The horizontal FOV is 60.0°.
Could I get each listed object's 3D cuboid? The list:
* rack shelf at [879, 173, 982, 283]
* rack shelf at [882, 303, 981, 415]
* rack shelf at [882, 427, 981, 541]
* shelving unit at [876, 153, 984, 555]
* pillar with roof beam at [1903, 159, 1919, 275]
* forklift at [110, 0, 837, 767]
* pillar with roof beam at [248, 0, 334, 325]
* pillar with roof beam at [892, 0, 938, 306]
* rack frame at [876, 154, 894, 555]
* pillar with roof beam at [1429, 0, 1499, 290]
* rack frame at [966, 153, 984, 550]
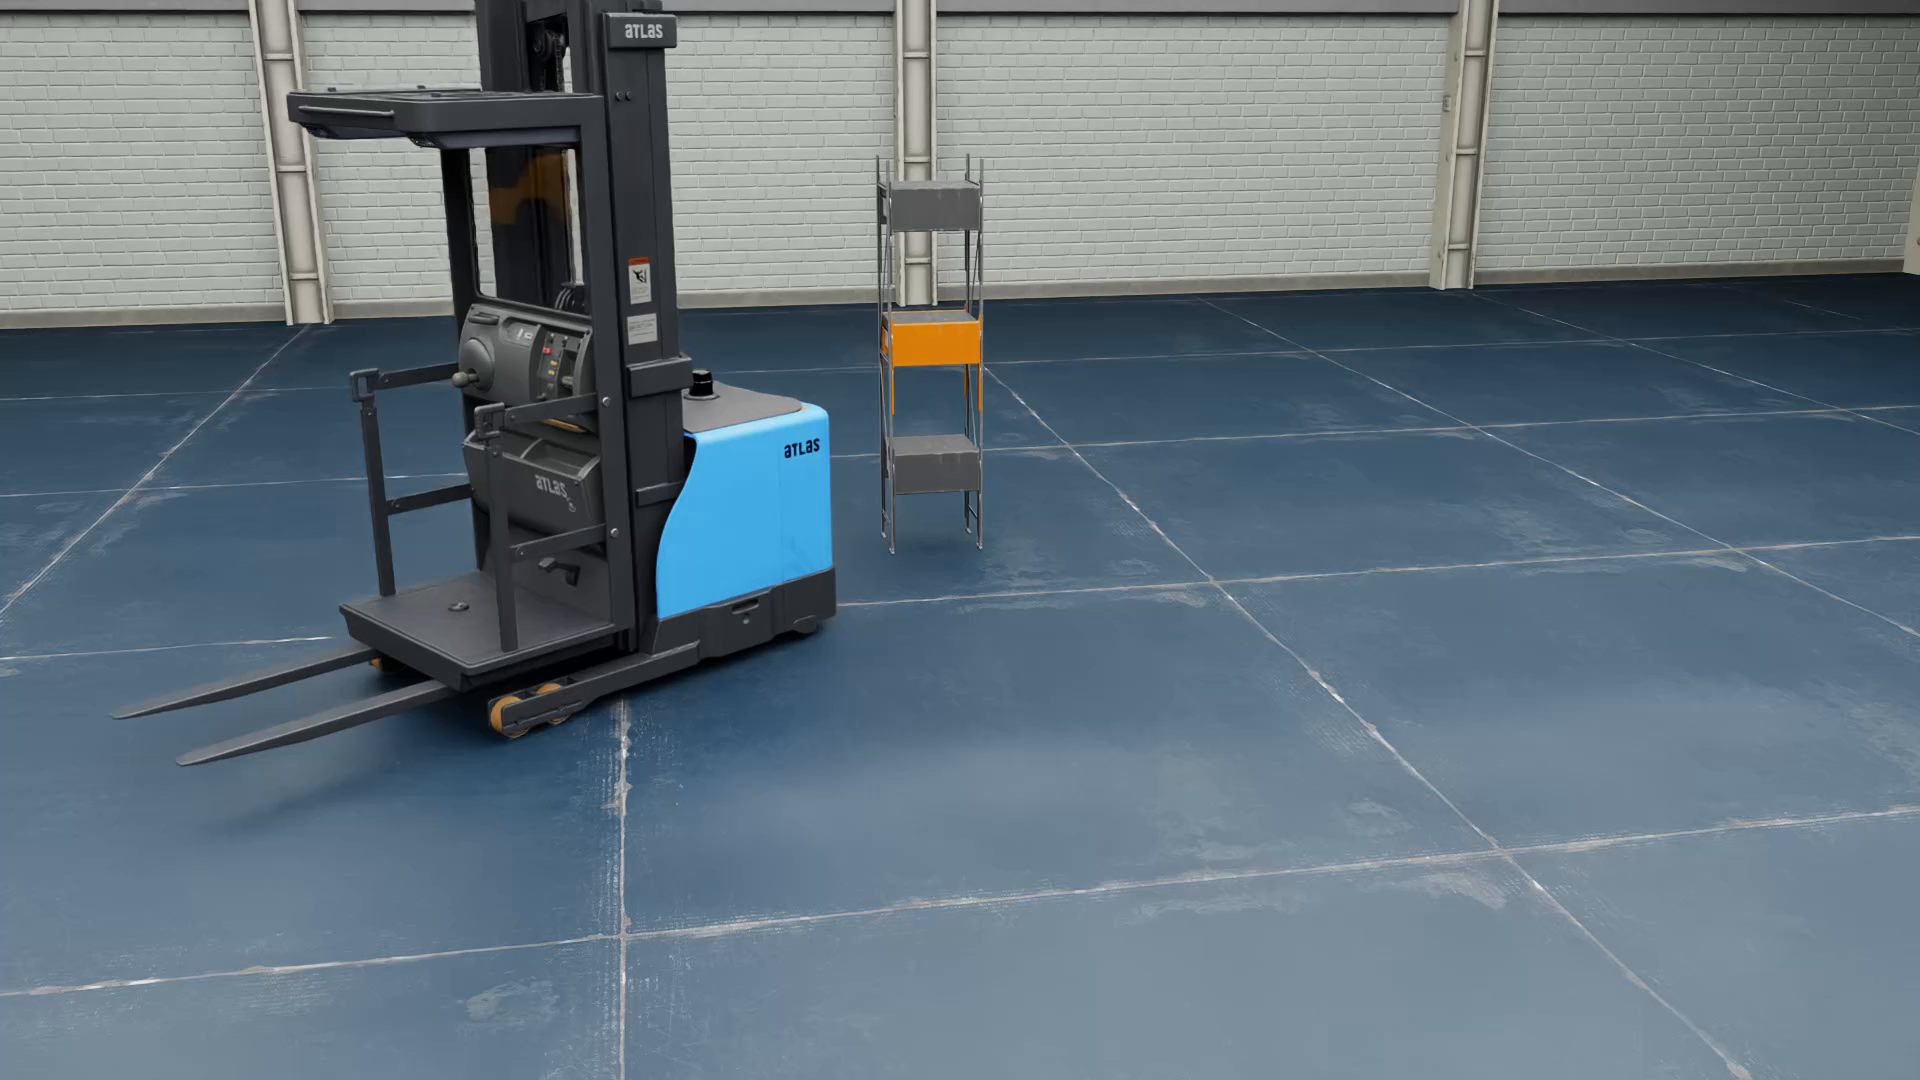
[{"bbox_3d":[-0.163,-1.651,8.772,0.480,0.518,0.431,-3,17,-10],"label":"rack shelf"},{"bbox_3d":[-0.163,-0.981,8.978,0.480,0.518,0.431,-3,17,-10],"label":"rack shelf"},{"bbox_3d":[-0.163,-0.312,9.183,0.480,0.518,0.431,-3,17,-10],"label":"rack shelf"},{"bbox_3d":[-0.163,-0.995,8.973,0.503,2.100,0.431,-3,17,-10],"label":"shelving unit"},{"bbox_3d":[12.144,-6.197,14.163,0.400,9.000,9.100,-3,17,-10],"label":"pillar with roof beam"},{"bbox_3d":[-1.972,-0.771,6.831,1.130,2.935,3.031,16,23,41],"label":"forklift"},{"bbox_3d":[-5.529,-5.195,10.899,0.400,9.000,9.100,-3,17,-10],"label":"pillar with roof beam"},{"bbox_3d":[0.362,-5.529,11.987,0.400,9.000,9.100,-3,17,-10],"label":"pillar with roof beam"},{"bbox_3d":[-0.402,-0.981,8.929,0.015,2.100,0.400,-3,17,-10],"label":"rack frame"},{"bbox_3d":[6.253,-5.863,13.075,0.400,9.000,9.100,-3,17,-10],"label":"pillar with roof beam"},{"bbox_3d":[0.077,-1.008,9.018,0.015,2.100,0.400,-3,17,-10],"label":"rack frame"}]
